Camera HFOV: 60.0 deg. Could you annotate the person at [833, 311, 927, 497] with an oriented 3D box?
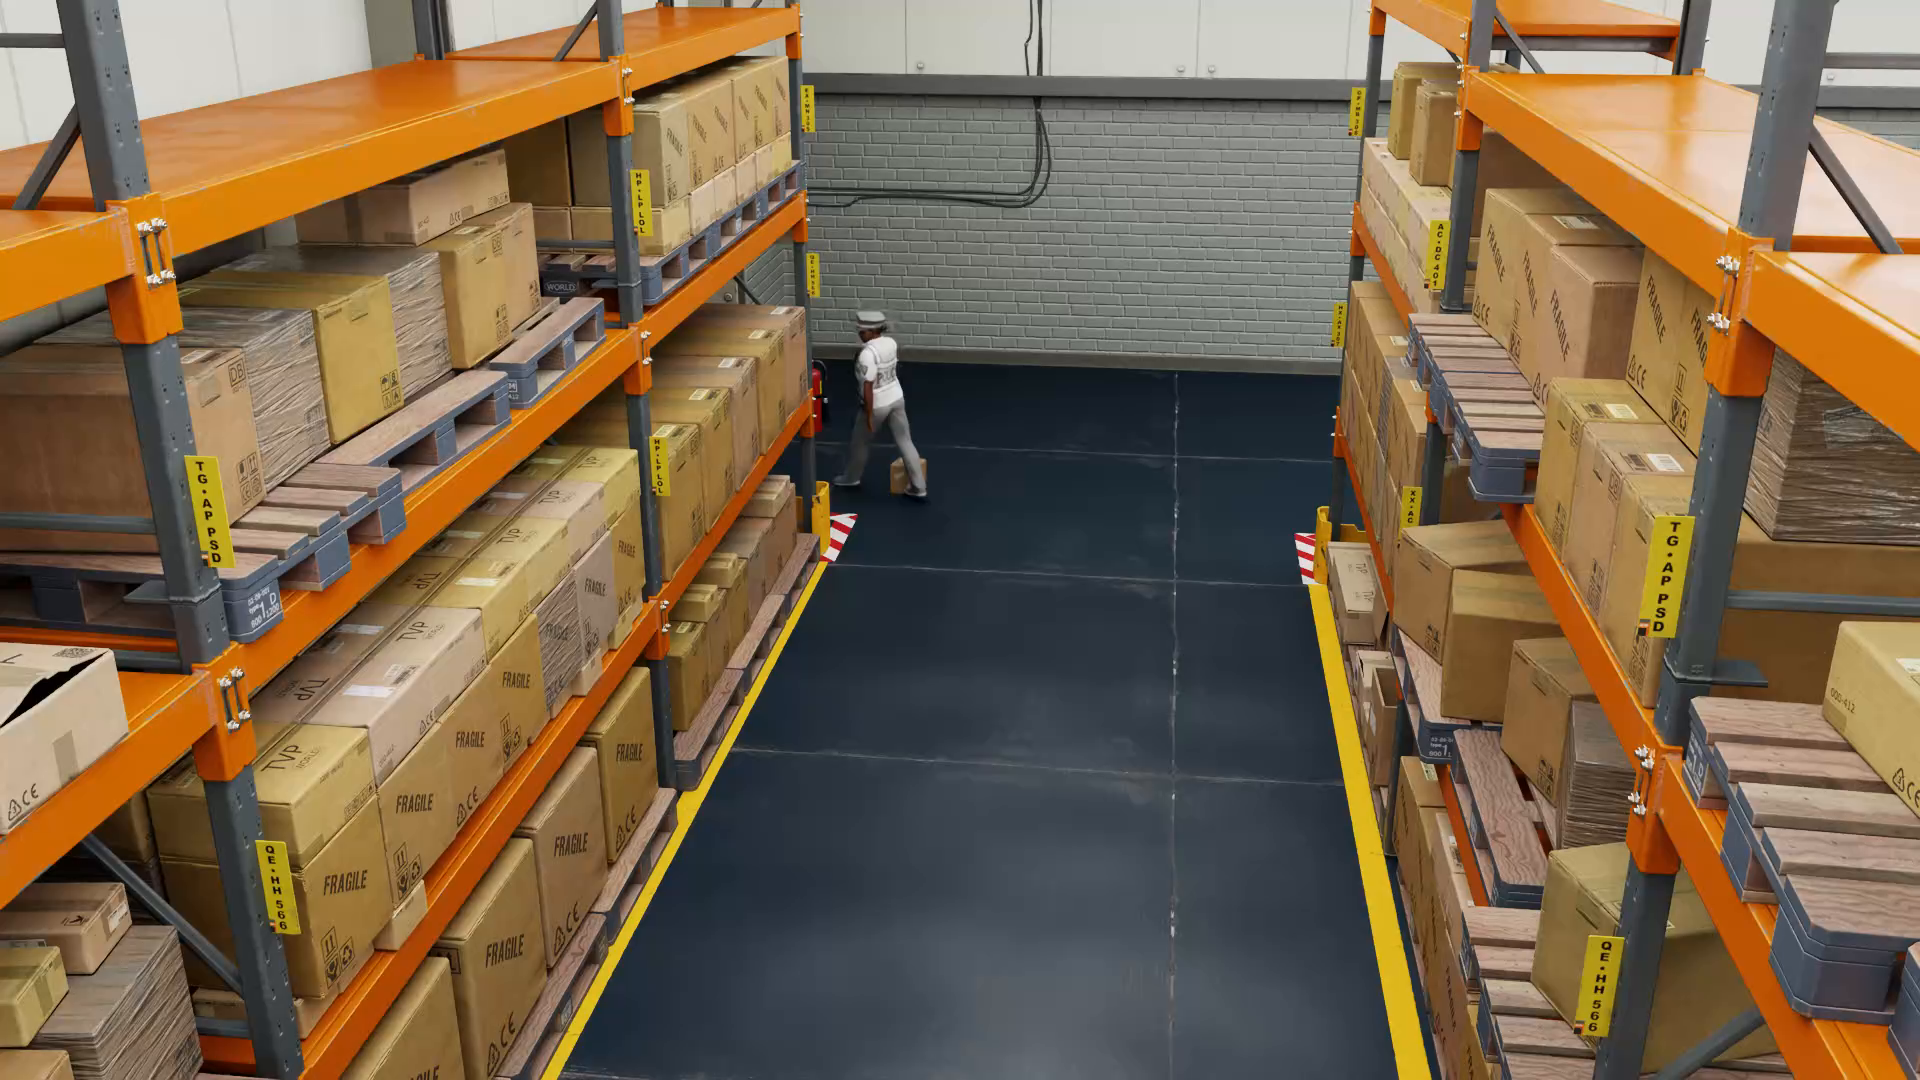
[{"bbox_3d":[-0.714,-1.163,14.067,0.957,1.618,0.570,18,27,38],"label":"person"}]
